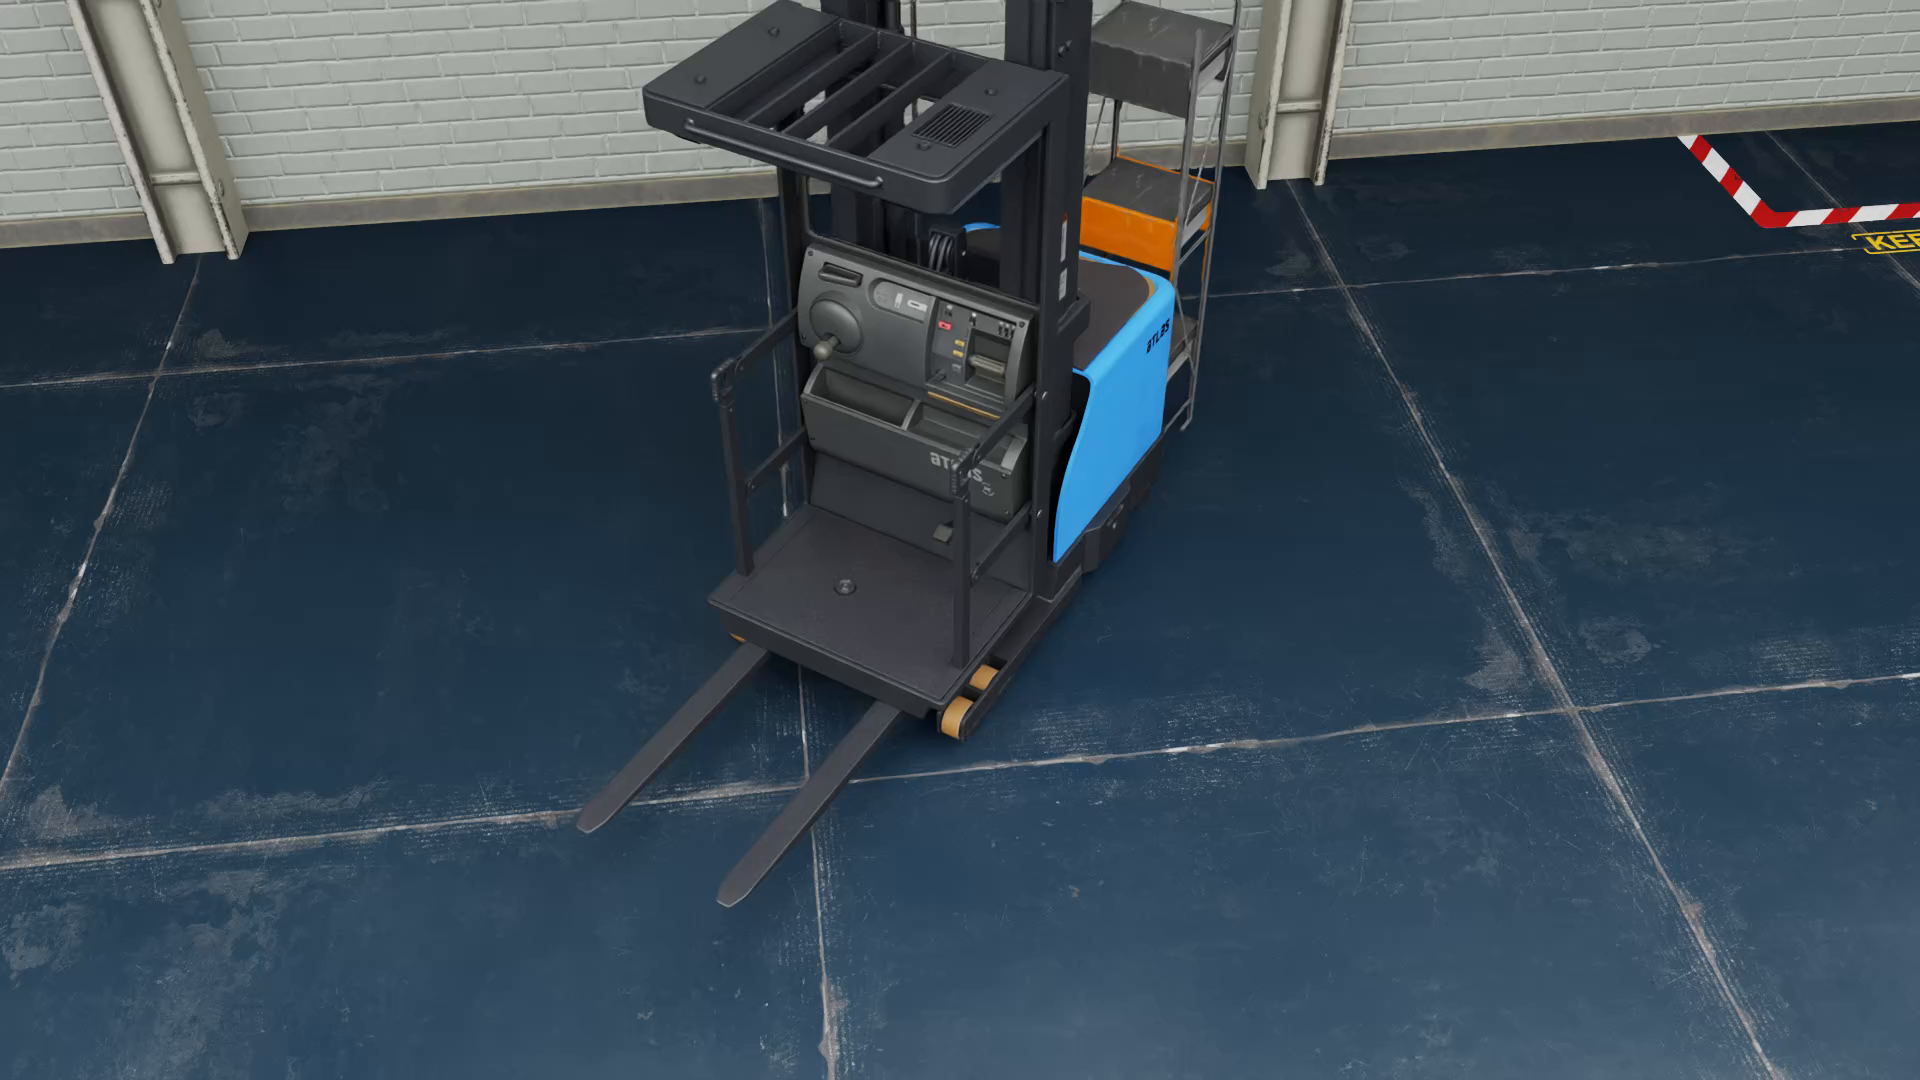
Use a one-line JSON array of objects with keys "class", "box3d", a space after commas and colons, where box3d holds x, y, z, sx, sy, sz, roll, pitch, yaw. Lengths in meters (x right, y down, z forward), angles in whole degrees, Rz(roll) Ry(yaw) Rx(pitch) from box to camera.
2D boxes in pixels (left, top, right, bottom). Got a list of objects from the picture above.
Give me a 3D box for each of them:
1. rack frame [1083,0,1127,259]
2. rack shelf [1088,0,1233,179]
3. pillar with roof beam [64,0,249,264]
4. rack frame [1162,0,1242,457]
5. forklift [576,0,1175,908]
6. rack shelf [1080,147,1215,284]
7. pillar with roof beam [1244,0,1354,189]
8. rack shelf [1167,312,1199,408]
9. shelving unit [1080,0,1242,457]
[{"class": "rack frame", "box3d": [0.573, -1.406, 7.240, 0.015, 2.100, 0.400, 22, 46, 22]}, {"class": "rack shelf", "box3d": [0.784, -1.834, 6.689, 0.480, 0.518, 0.431, 22, 46, 22]}, {"class": "pillar with roof beam", "box3d": [-3.527, -2.078, 2.835, 0.400, 9.000, 9.100, -5, 42, -6]}, {"class": "rack frame", "box3d": [0.993, -1.239, 7.055, 0.015, 2.100, 0.400, 22, 46, 22]}, {"class": "forklift", "box3d": [-0.284, -0.679, 5.814, 1.130, 2.935, 3.031, 22, 46, 22]}, {"class": "rack shelf", "box3d": [0.783, -1.312, 7.156, 0.480, 0.518, 0.431, 22, 46, 22]}, {"class": "pillar with roof beam", "box3d": [2.422, -2.599, 3.413, 0.400, 9.000, 9.100, -5, 42, -6]}, {"class": "rack shelf", "box3d": [0.781, -0.791, 7.624, 0.480, 0.518, 0.431, 22, 46, 22]}, {"class": "shelving unit", "box3d": [0.783, -1.323, 7.147, 0.503, 2.100, 0.431, 22, 46, 22]}]
